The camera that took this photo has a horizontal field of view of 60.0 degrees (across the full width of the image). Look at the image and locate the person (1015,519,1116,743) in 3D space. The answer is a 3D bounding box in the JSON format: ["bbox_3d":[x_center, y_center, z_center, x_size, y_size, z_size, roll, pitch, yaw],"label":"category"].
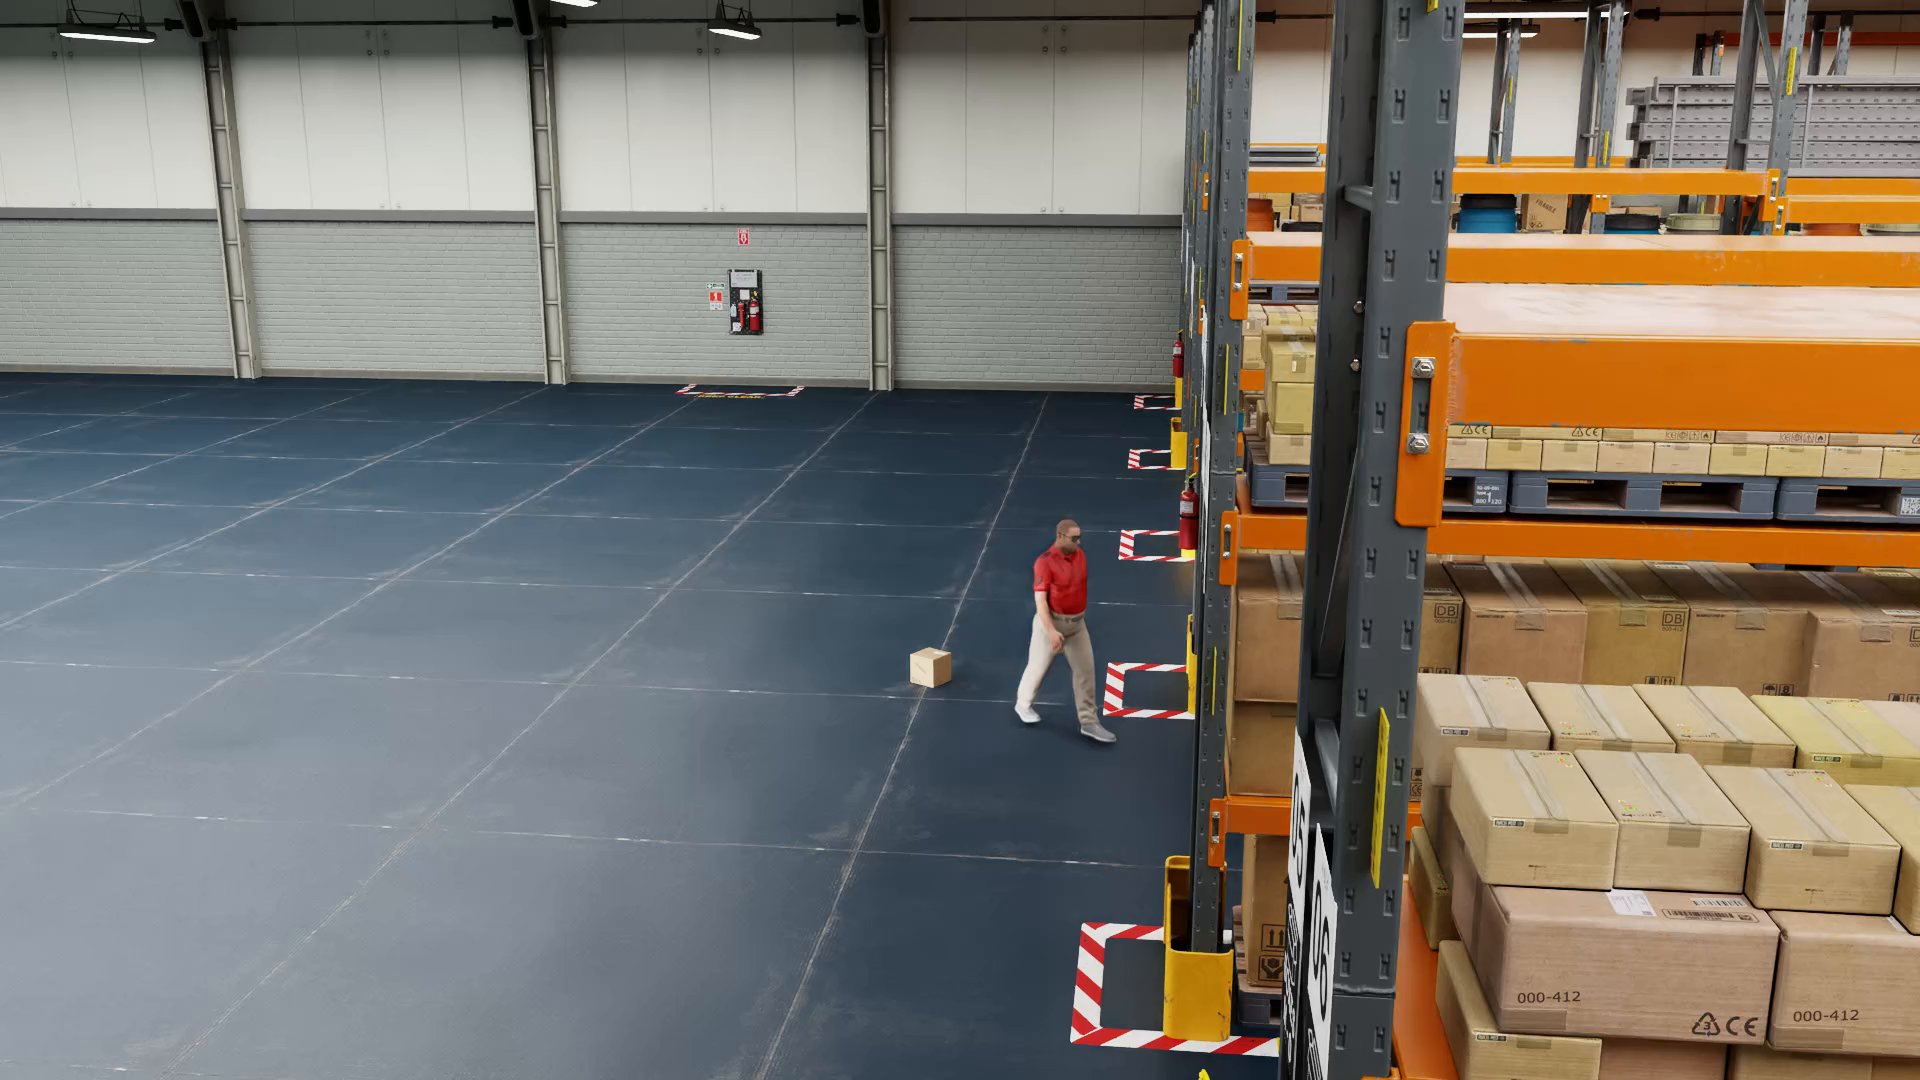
[{"bbox_3d":[0.816,0.667,12.856,0.558,1.685,0.971,-10,17,-35],"label":"person"}]
